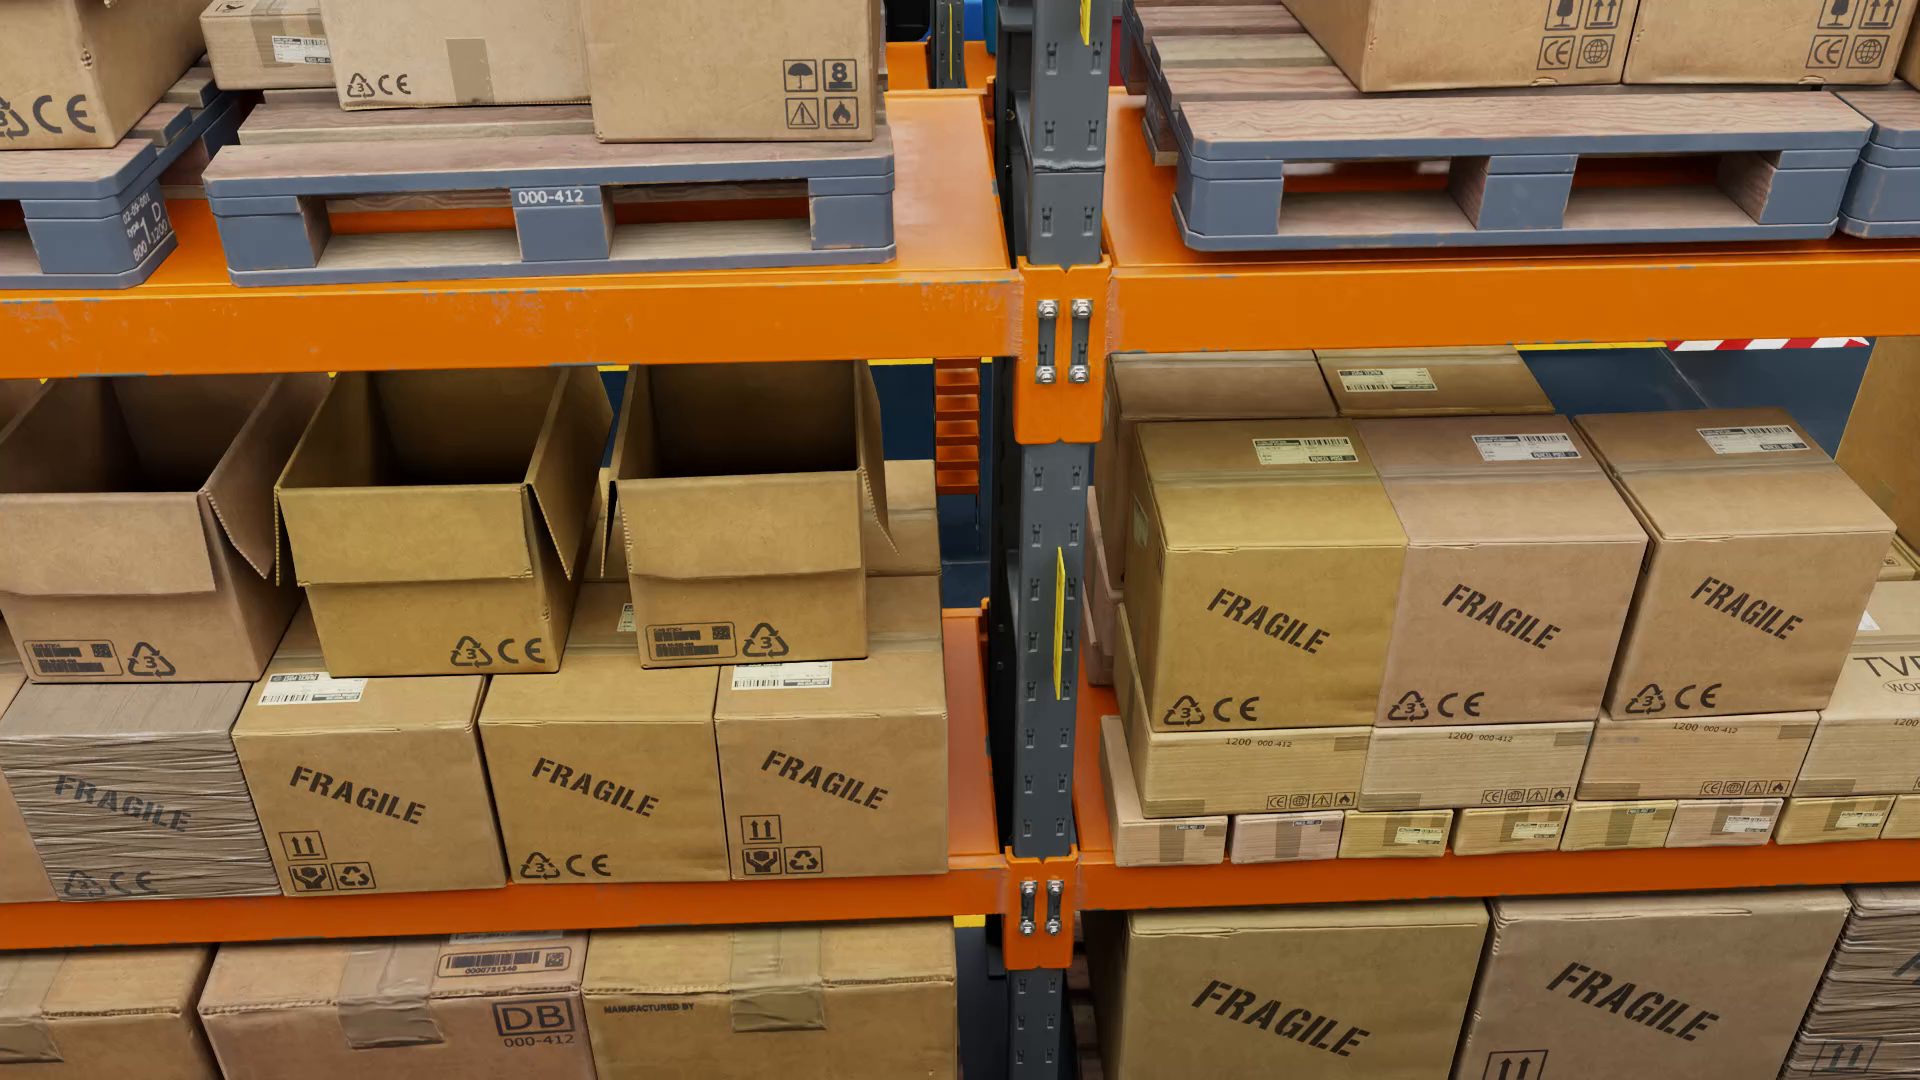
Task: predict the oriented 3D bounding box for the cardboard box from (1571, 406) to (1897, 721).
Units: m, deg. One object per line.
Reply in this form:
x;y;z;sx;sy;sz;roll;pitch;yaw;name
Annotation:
1.670;0.046;3.759;0.500;0.500;0.500;-3;35;-4;cardboard box

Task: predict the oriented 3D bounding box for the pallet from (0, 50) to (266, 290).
-2.071;-0.819;3.328;1.213;0.211;1.003;0;35;0;pallet

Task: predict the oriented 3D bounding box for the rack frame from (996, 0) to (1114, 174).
0.167;-2.159;2.462;0.127;3.000;1.000;-2;35;-2;rack frame

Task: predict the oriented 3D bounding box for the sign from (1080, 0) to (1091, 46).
0.203;-0.959;2.633;0.005;0.325;0.100;-2;35;-2;sign

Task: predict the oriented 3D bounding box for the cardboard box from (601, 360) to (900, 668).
-0.470;-0.123;3.823;0.637;0.503;0.797;-2;35;-3;cardboard box

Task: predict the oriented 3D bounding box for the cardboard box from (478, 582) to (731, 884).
-0.781;0.444;3.884;0.500;0.500;0.500;-1;35;-1;cardboard box

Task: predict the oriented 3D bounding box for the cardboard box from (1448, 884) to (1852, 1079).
1.729;1.013;4.649;0.875;0.875;0.875;-2;35;-2;cardboard box

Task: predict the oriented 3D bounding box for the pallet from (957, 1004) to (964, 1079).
-0.600;1.518;4.870;1.213;0.211;1.003;-2;35;-2;pallet

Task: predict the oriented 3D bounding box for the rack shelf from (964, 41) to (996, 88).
1.931;-2.265;8.520;4.000;0.370;1.077;-2;35;-2;rack shelf

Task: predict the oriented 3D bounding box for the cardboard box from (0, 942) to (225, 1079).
-2.247;1.091;4.536;0.875;0.875;1.225;-1;35;-2;cardboard box

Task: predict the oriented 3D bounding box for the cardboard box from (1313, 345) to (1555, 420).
1.115;-0.236;4.167;0.500;0.500;0.500;-1;35;-2;cardboard box

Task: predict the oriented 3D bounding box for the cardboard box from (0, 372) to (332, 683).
-1.776;-0.086;3.769;0.637;0.503;0.797;0;35;-1;cardboard box

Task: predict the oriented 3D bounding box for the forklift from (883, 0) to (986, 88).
-0.816;-3.935;10.361;3.031;2.935;1.130;0;35;1;forklift

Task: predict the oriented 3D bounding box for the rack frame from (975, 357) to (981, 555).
0.077;-0.495;6.912;0.006;1.200;0.240;-2;35;-2;rack frame

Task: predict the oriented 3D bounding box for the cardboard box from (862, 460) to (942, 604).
-0.304;0.137;4.328;0.500;0.500;0.500;-1;35;-2;cardboard box

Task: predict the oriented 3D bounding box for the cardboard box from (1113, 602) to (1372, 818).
0.649;0.384;3.930;0.500;0.250;0.500;-2;35;-3;cardboard box

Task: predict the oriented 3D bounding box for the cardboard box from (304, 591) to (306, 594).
-1.822;0.182;4.264;0.500;0.500;0.500;-1;35;-1;cardboard box

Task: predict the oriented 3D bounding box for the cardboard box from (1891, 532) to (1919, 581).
2.650;0.029;4.443;0.500;0.250;0.500;-3;35;-4;cardboard box

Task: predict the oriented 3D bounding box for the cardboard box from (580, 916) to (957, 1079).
-0.471;1.038;4.613;0.875;0.875;1.225;-1;35;-2;cardboard box

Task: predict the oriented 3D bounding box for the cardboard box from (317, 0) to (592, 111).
-0.933;-1.083;3.252;0.500;0.311;0.500;-3;35;-4;cardboard box

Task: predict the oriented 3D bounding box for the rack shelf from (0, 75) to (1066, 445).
-1.830;-0.575;3.442;4.000;0.370;1.077;-2;35;-2;rack shelf

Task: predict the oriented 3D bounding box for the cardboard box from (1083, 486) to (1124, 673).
0.596;0.087;4.360;0.500;0.250;0.500;-2;35;-3;cardboard box

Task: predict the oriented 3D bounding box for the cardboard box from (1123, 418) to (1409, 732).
0.658;0.072;3.722;0.500;0.500;0.500;-2;35;-2;cardboard box

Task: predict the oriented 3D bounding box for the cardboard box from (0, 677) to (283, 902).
-1.804;0.473;3.843;0.500;0.500;0.500;-1;35;-2;cardboard box

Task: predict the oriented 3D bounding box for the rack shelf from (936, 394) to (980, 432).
-0.014;-0.555;6.865;0.180;0.103;0.258;-2;35;-2;rack shelf

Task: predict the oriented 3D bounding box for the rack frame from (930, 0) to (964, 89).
-0.067;-2.507;8.237;0.127;3.000;1.000;-2;35;-2;rack frame

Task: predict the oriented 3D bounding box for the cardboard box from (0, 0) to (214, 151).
-1.789;-1.100;3.108;0.637;0.503;0.797;-2;35;-3;cardboard box

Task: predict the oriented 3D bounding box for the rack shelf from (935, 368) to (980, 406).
-0.014;-0.654;6.797;0.180;0.103;0.258;-2;35;-2;rack shelf

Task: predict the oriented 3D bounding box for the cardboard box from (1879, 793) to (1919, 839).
2.296;0.542;4.052;0.250;0.149;0.380;-1;35;-1;cardboard box

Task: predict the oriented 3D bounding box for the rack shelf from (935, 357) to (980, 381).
-0.014;-0.752;6.728;0.180;0.103;0.258;-2;35;-2;rack shelf

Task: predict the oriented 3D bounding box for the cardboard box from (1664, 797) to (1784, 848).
1.773;0.557;4.029;0.250;0.149;0.380;-1;35;-2;cardboard box

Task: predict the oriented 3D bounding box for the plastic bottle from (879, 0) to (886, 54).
-0.474;-2.661;8.502;0.185;0.351;0.144;-2;35;-2;plastic bottle

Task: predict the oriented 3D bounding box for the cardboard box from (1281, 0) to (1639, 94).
0.946;-1.235;3.219;0.500;0.500;0.700;-3;35;-5;cardboard box

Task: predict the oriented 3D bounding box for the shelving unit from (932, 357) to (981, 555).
-0.014;-0.493;6.908;0.189;1.200;0.258;-2;35;-2;shelving unit

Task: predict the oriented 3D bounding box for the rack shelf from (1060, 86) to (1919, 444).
2.165;-0.683;3.598;4.000;0.370;1.077;-2;35;-2;rack shelf

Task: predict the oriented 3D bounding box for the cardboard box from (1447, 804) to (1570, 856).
1.267;0.570;4.011;0.250;0.149;0.380;-2;35;-4;cardboard box

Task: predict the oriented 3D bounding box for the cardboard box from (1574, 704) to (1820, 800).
1.663;0.356;3.970;0.500;0.250;0.500;-1;35;-1;cardboard box

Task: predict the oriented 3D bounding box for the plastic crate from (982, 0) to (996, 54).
0.383;-2.732;8.523;0.575;0.384;0.392;-2;35;-2;plastic crate

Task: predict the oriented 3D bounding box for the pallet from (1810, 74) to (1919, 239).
2.201;-0.936;3.409;1.213;0.211;1.003;-2;35;-2;pallet

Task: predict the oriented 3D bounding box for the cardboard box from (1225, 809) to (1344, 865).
0.741;0.586;3.989;0.250;0.149;0.380;-3;35;-4;cardboard box
